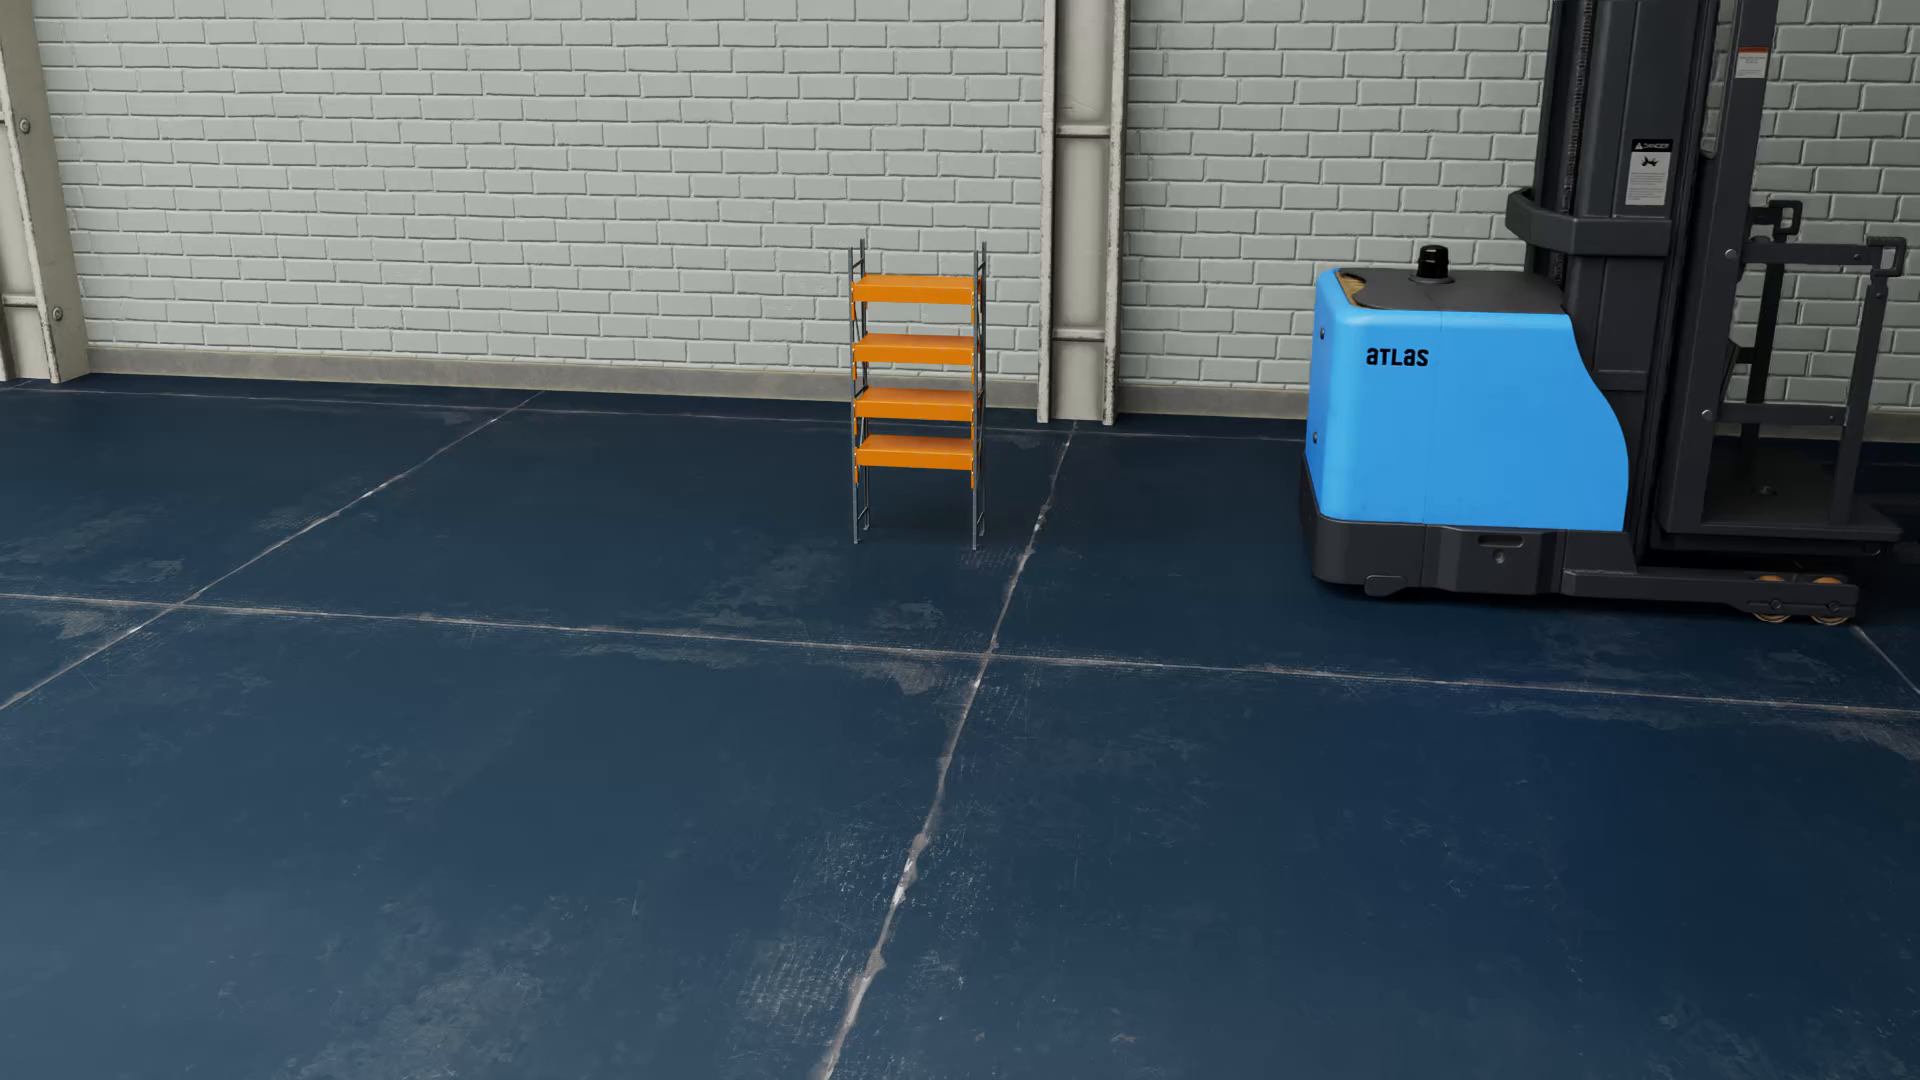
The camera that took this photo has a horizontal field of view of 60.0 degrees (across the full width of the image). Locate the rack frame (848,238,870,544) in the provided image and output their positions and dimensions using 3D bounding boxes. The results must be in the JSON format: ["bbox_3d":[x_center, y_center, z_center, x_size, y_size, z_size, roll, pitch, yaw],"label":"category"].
[{"bbox_3d":[-0.404,-0.590,6.674,0.015,1.200,0.240,3,19,9],"label":"rack frame"}]

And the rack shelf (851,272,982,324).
[{"bbox_3d":[-0.163,-0.950,6.513,0.480,0.148,0.258,3,19,9],"label":"rack shelf"}]

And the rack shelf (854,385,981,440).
[{"bbox_3d":[-0.163,-0.514,6.659,0.480,0.148,0.258,3,19,9],"label":"rack shelf"}]

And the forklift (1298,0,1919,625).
[{"bbox_3d":[2.871,-1.267,5.971,3.031,2.935,1.130,2,19,7],"label":"forklift"}]

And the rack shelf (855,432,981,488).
[{"bbox_3d":[-0.163,-0.325,6.722,0.480,0.148,0.258,3,19,9],"label":"rack shelf"}]

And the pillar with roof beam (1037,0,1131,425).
[{"bbox_3d":[-0.062,-3.569,3.287,0.400,9.000,9.100,3,19,9],"label":"pillar with roof beam"}]

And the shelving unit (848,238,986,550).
[{"bbox_3d":[-0.163,-0.577,6.638,0.503,1.200,0.258,3,19,9],"label":"shelving unit"}]

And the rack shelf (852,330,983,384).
[{"bbox_3d":[-0.163,-0.726,6.588,0.480,0.148,0.258,3,19,9],"label":"rack shelf"}]

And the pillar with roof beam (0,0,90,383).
[{"bbox_3d":[-5.986,-3.871,4.189,0.400,9.000,9.100,3,19,9],"label":"pillar with roof beam"}]

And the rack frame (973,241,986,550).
[{"bbox_3d":[0.077,-0.565,6.601,0.015,1.200,0.240,3,19,9],"label":"rack frame"}]
